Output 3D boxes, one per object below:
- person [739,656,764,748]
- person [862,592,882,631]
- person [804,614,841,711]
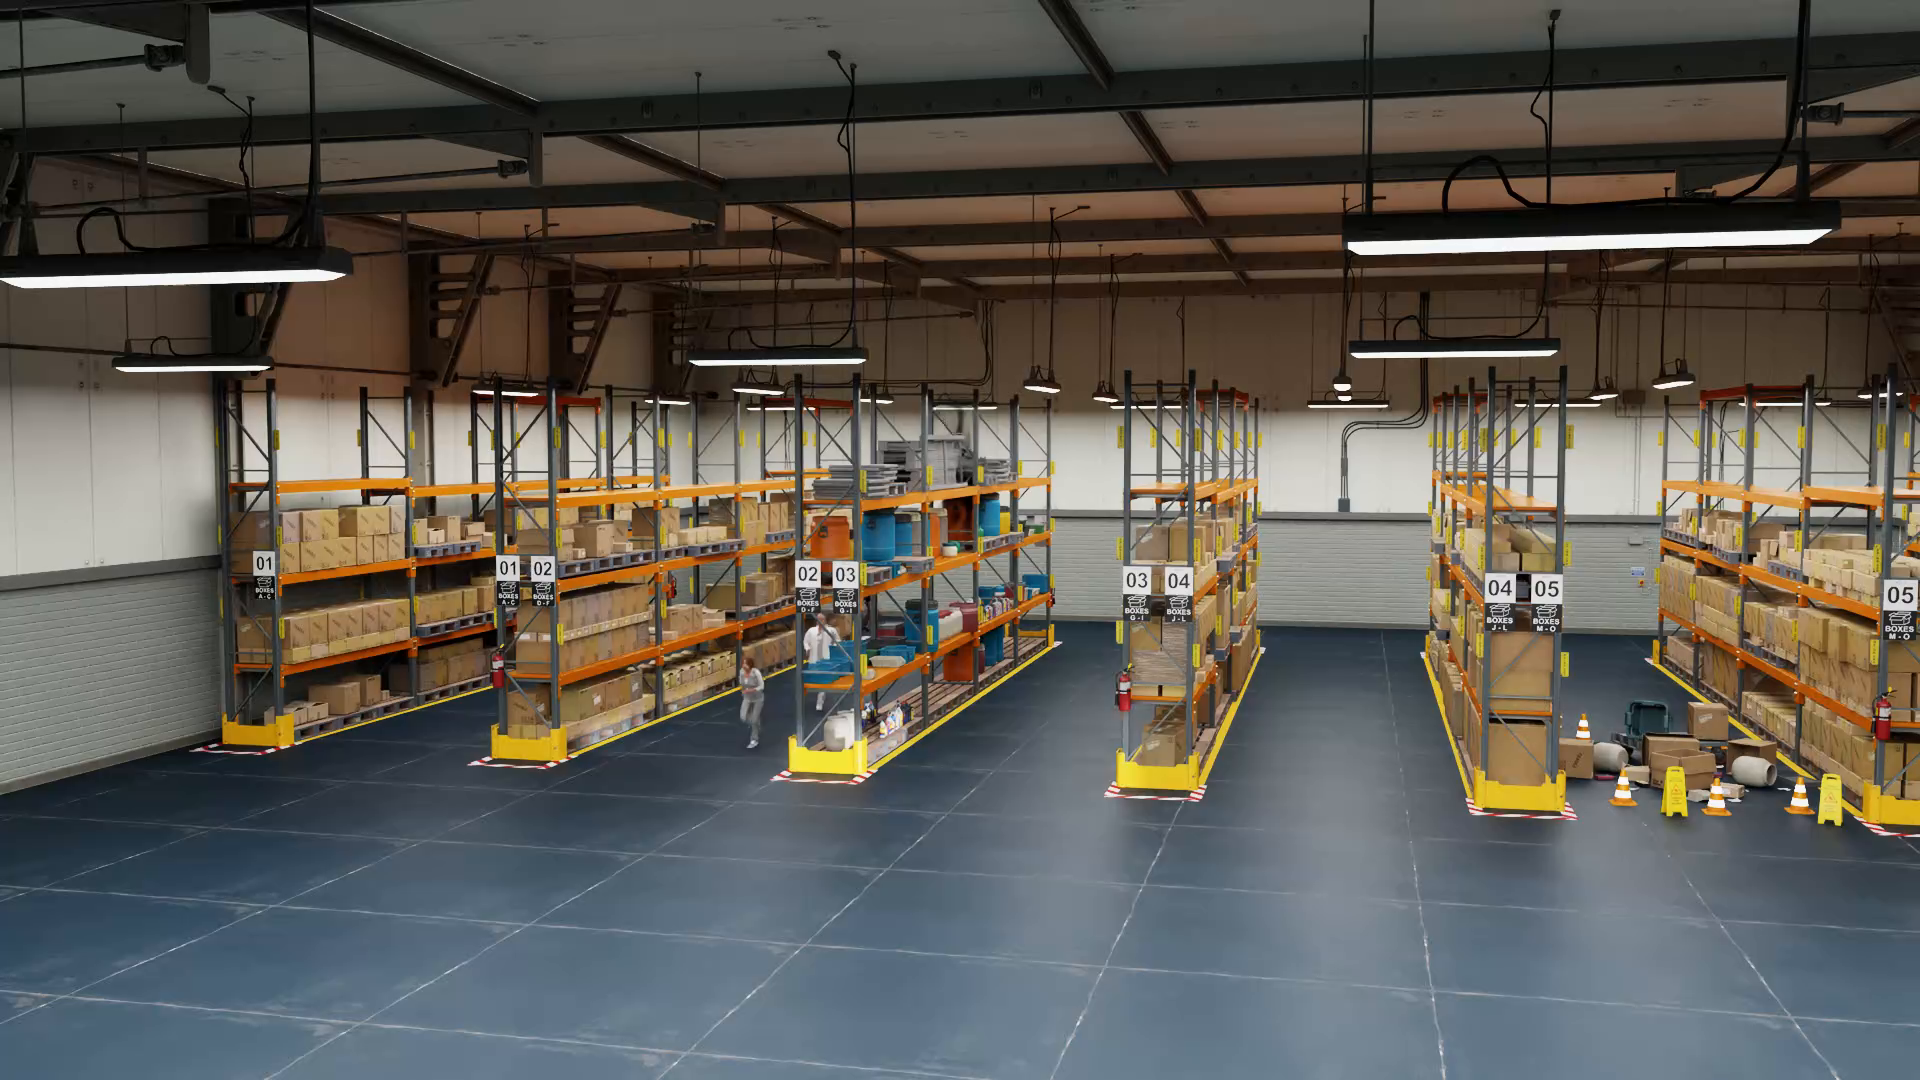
[{"bbox_3d":[-3.409,2.632,27.000,0.526,1.528,0.653,1,4,17],"label":"person"},{"bbox_3d":[-2.329,1.605,42.688,0.729,1.771,0.722,1,4,20],"label":"person"},{"bbox_3d":[-2.594,2.262,31.143,0.711,1.764,0.918,0,3,2],"label":"person"}]
